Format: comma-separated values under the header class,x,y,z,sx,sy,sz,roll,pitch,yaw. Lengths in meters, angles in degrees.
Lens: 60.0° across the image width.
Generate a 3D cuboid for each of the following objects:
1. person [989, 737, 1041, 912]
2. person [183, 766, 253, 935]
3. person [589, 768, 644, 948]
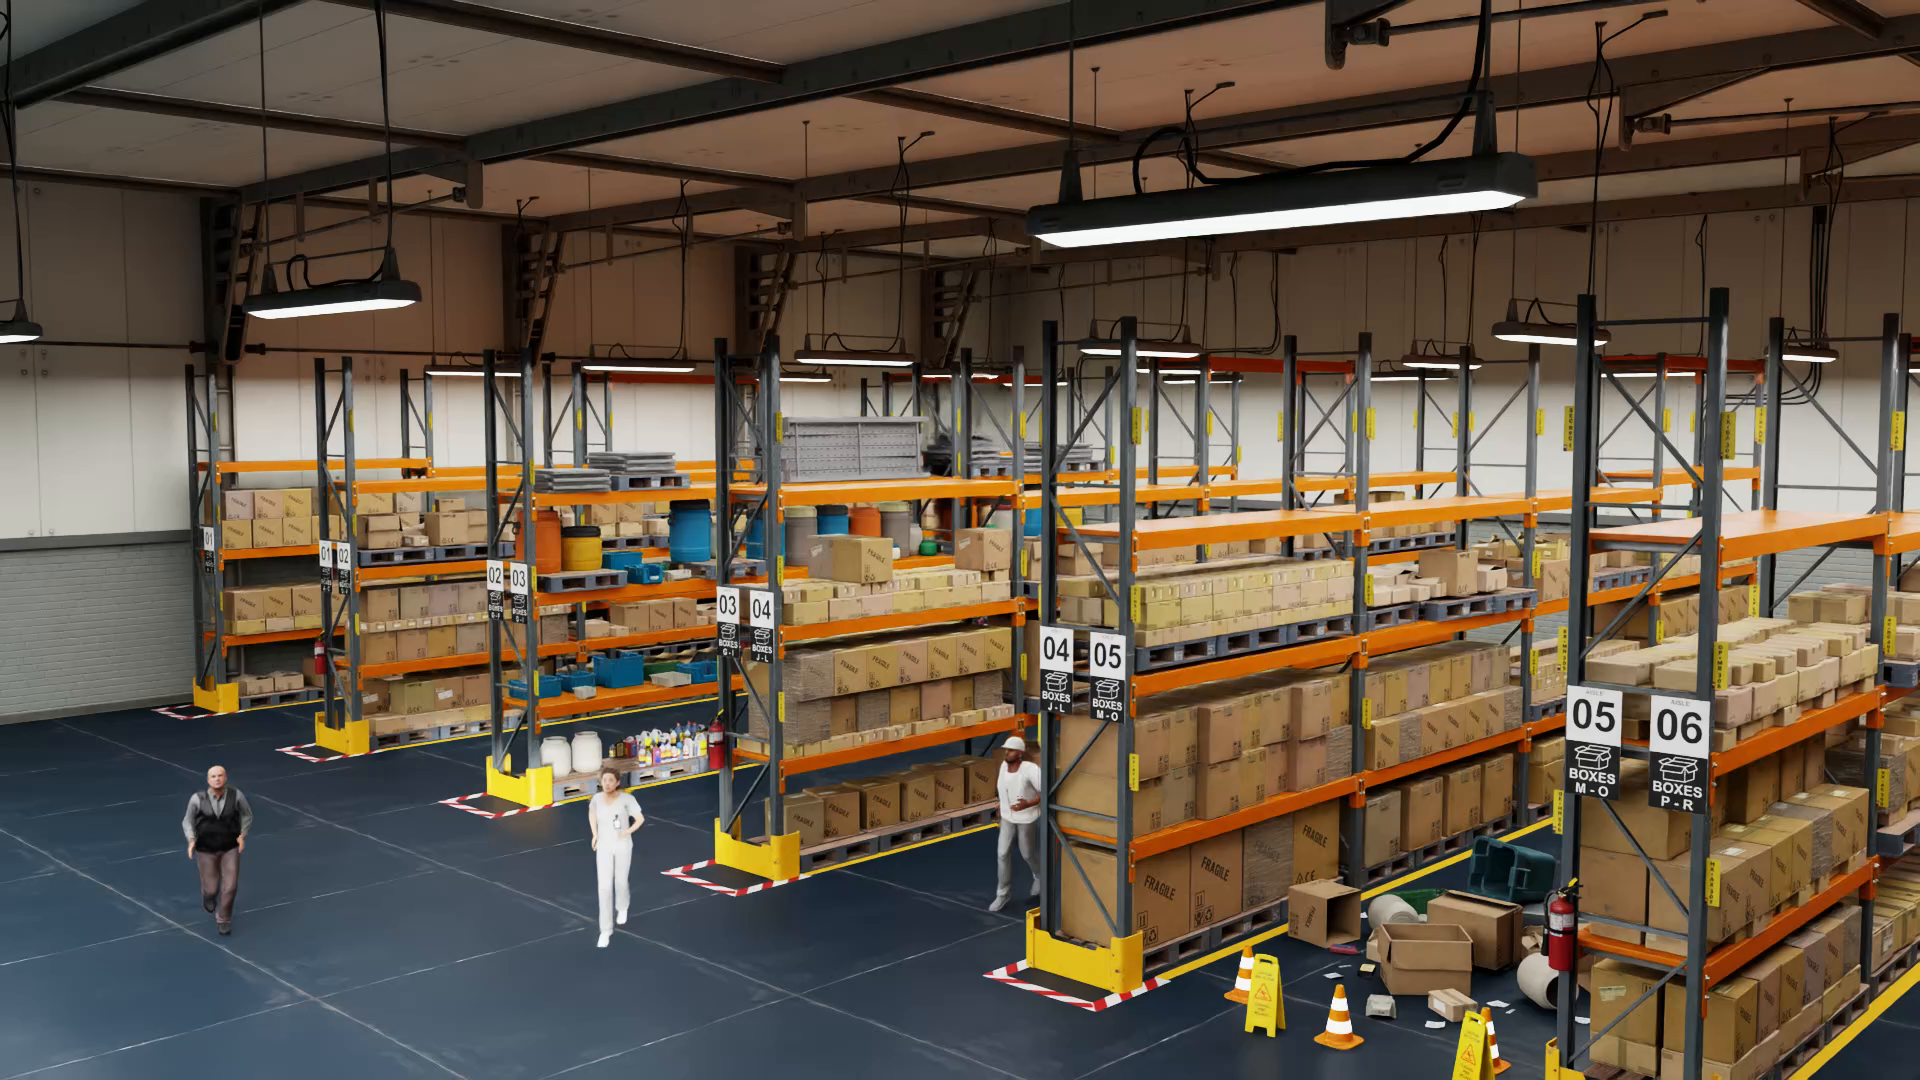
class,x,y,z,sx,sy,sz,roll,pitch,yaw
person,0.660,2.939,17.432,0.691,1.800,0.854,3,5,35
person,-7.401,3.066,16.610,0.647,1.672,0.637,-2,5,-26
person,-3.389,3.067,16.412,0.565,1.702,0.840,0,4,-4
